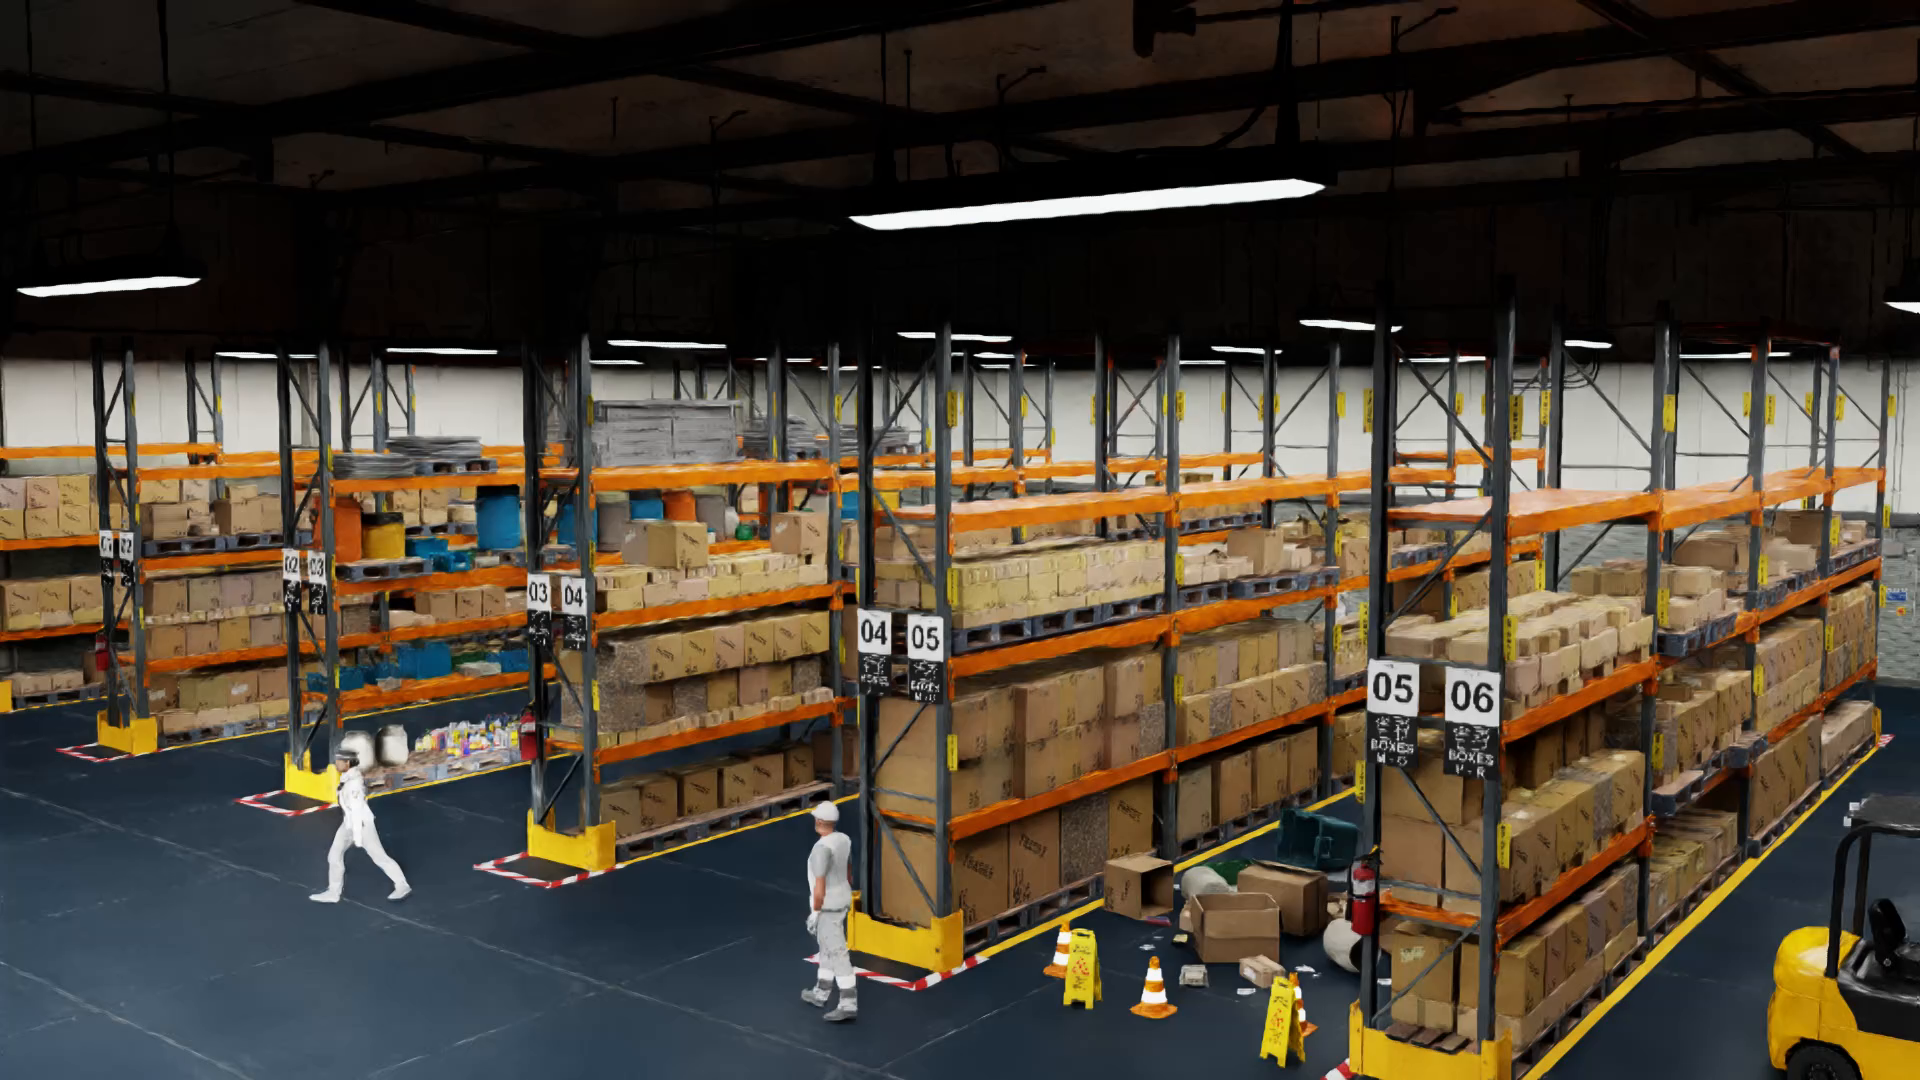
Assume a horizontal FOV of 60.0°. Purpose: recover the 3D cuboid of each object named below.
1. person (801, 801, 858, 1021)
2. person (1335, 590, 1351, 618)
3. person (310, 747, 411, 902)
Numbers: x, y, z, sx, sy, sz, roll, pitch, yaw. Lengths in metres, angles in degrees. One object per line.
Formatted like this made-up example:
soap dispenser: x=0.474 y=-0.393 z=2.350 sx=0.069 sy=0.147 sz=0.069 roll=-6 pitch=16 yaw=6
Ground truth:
person: x=-1.112 y=3.068 z=13.930 sx=0.630 sy=1.789 sz=0.675 roll=2 pitch=5 yaw=17
person: x=7.372 y=1.510 z=31.974 sx=0.567 sy=1.760 sz=0.562 roll=-1 pitch=5 yaw=-16
person: x=-6.114 y=2.887 z=16.928 sx=0.939 sy=1.612 sz=0.523 roll=-3 pitch=6 yaw=-30
